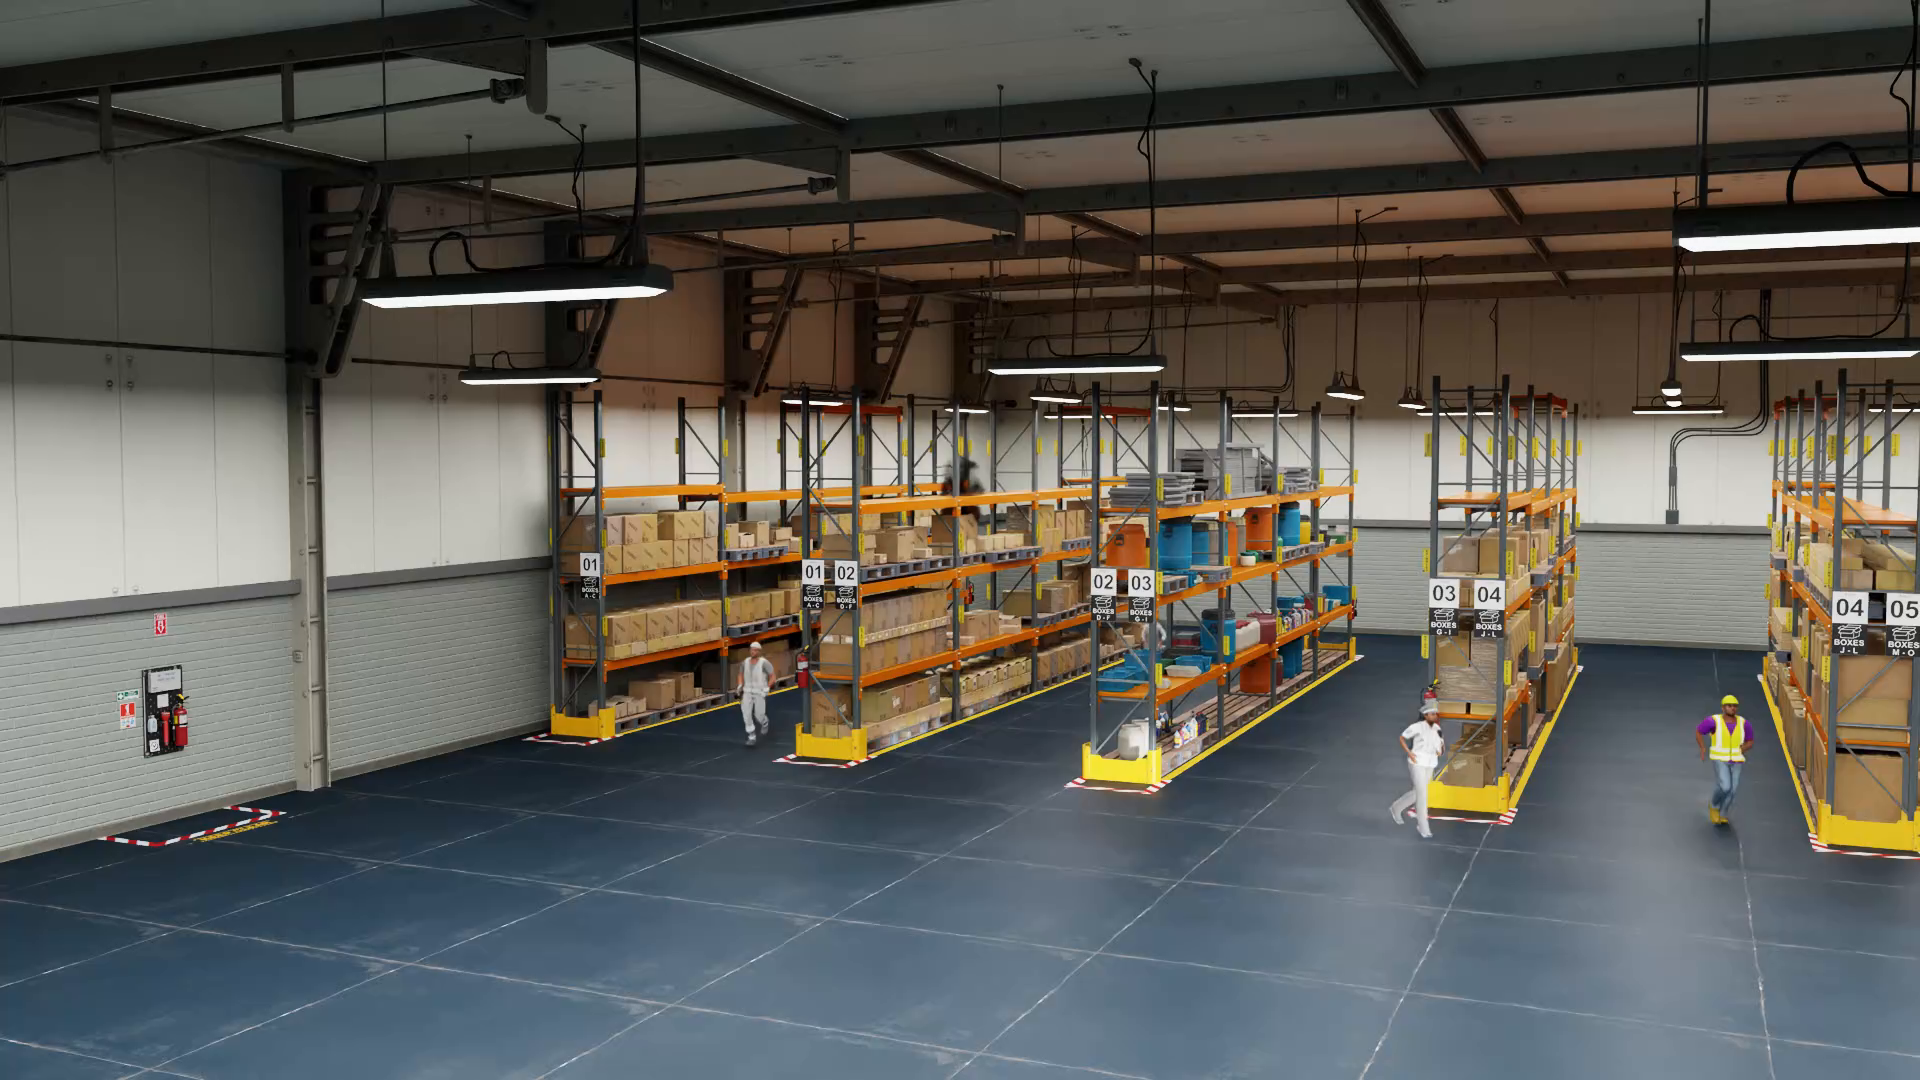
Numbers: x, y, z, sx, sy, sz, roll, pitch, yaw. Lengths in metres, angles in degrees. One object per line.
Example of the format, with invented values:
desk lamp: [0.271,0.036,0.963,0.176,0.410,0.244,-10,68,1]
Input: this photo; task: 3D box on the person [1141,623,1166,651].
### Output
person: [4.024,2.288,34.781,0.508,1.558,0.586,1,3,17]

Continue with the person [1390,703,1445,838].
person: [6.061,2.976,21.801,0.592,1.719,0.861,-2,4,-28]

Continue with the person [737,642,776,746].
person: [-3.439,2.573,28.089,0.694,1.730,0.709,1,3,14]

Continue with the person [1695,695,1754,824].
person: [10.132,2.906,21.948,0.676,1.717,0.624,0,3,5]
